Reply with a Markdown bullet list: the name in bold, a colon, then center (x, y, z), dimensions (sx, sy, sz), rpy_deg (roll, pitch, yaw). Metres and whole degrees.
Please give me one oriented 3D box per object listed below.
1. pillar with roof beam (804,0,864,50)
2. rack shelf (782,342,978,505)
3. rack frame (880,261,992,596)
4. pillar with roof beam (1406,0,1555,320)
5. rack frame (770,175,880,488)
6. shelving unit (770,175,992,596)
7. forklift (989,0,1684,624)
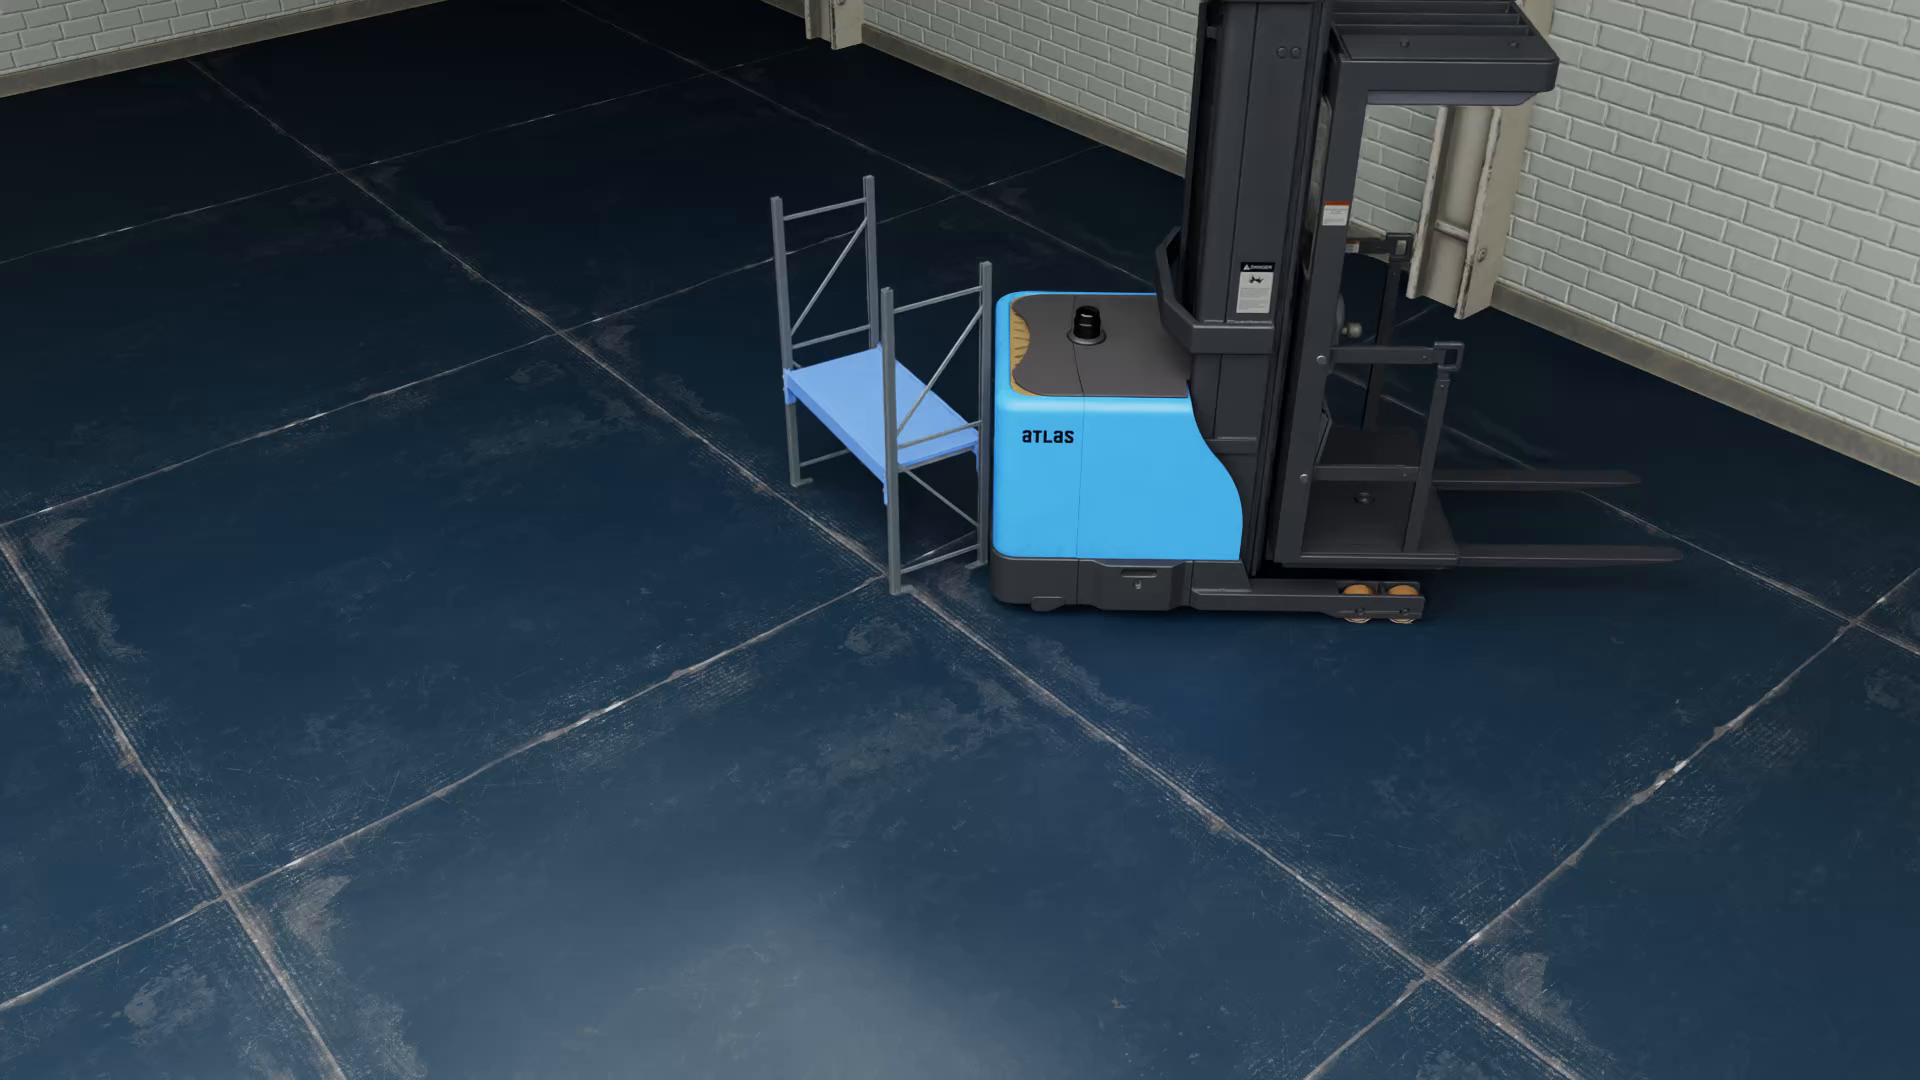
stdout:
- **pillar with roof beam**: center (-4.298, -6.122, 8.607), dimensions (9.100, 9.000, 0.400), rpy_deg (-26, 43, -32)
- **rack shelf**: center (-0.349, -0.548, 7.538), dimensions (0.538, 0.185, 1.000), rpy_deg (-19, 39, -24)
- **rack frame**: center (-0.092, -0.442, 7.076), dimensions (0.500, 1.500, 0.032), rpy_deg (-19, 39, -24)
- **pillar with roof beam**: center (-0.426, -3.472, 4.867), dimensions (9.100, 9.000, 0.400), rpy_deg (-26, 43, -32)
- **rack frame**: center (-0.606, -0.949, 7.792), dimensions (0.500, 1.500, 0.032), rpy_deg (-19, 39, -24)
- **shelving unit**: center (-0.349, -0.695, 7.434), dimensions (0.538, 1.500, 1.048), rpy_deg (-19, 39, -24)
- **forklift**: center (1.654, -1.145, 6.831), dimensions (3.031, 2.935, 1.130), rpy_deg (1, 35, 1)
